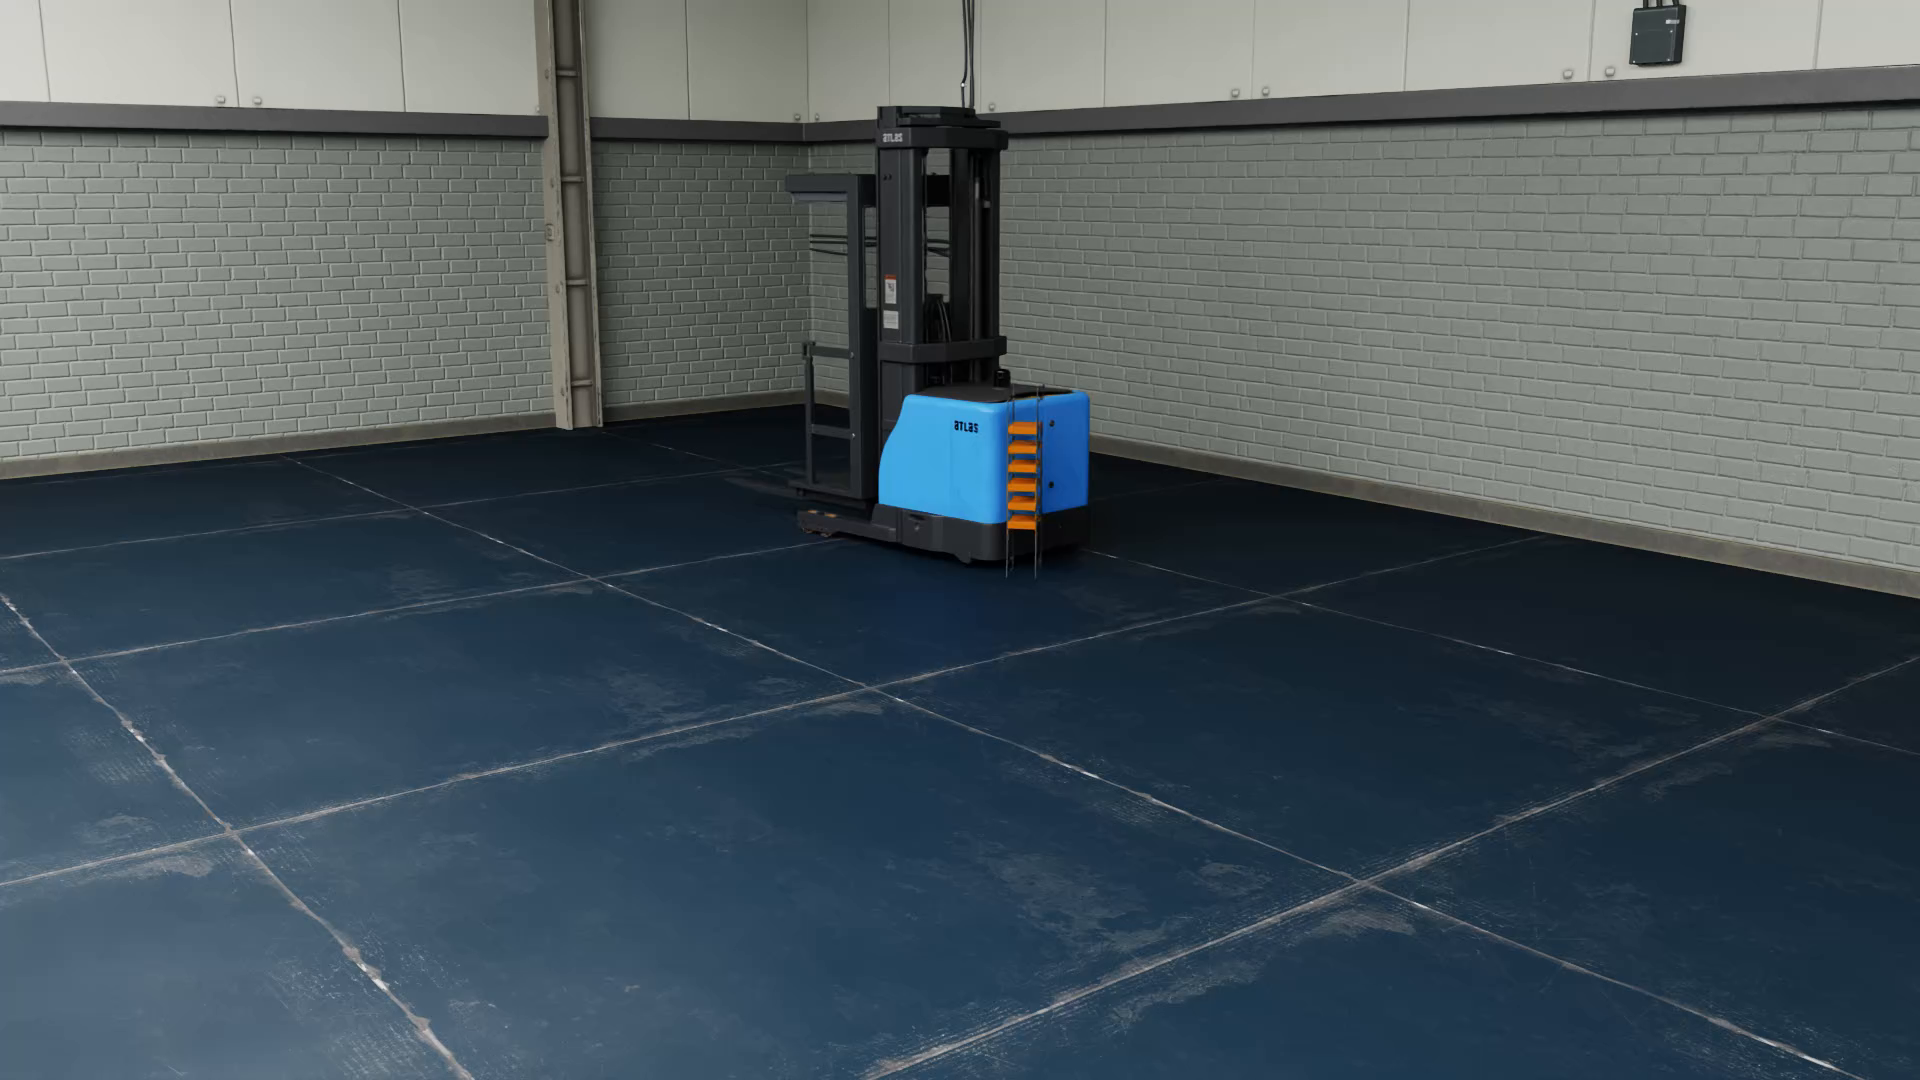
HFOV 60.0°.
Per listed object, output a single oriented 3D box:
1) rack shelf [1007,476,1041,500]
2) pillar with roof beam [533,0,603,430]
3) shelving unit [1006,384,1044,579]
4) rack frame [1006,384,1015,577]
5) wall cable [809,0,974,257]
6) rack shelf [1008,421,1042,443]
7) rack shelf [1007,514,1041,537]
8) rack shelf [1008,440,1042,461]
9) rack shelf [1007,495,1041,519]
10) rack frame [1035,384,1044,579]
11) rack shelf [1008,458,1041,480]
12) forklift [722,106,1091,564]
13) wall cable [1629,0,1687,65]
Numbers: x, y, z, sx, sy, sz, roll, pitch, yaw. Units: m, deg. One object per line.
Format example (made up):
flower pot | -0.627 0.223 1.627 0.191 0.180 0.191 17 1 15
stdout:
rack shelf | 0.410 -0.328 10.500 0.180 0.103 0.258 2 12 11
pillar with roof beam | -1.235 -4.875 12.922 0.400 9.000 9.100 -9 15 -38
shelving unit | 0.410 -0.372 10.491 0.189 1.200 0.258 2 12 11
rack frame | 0.320 -0.376 10.509 0.006 1.200 0.240 2 12 11
wall cable | -0.798 -4.222 17.323 0.112 2.526 3.097 -9 15 -38
rack shelf | 0.410 -0.681 10.425 0.180 0.103 0.258 2 12 11
rack shelf | 0.410 -0.094 10.550 0.180 0.103 0.258 2 12 11
rack shelf | 0.410 -0.563 10.450 0.180 0.103 0.258 2 12 11
rack shelf | 0.410 -0.211 10.525 0.180 0.103 0.258 2 12 11
rack frame | 0.499 -0.368 10.473 0.006 1.200 0.240 2 12 11
rack shelf | 0.410 -0.446 10.475 0.180 0.103 0.258 2 12 11
forklift | -0.518 -1.519 11.728 3.031 2.935 1.130 11 17 43
wall cable | 5.120 -5.863 9.386 0.169 6.003 2.305 -9 15 -38
